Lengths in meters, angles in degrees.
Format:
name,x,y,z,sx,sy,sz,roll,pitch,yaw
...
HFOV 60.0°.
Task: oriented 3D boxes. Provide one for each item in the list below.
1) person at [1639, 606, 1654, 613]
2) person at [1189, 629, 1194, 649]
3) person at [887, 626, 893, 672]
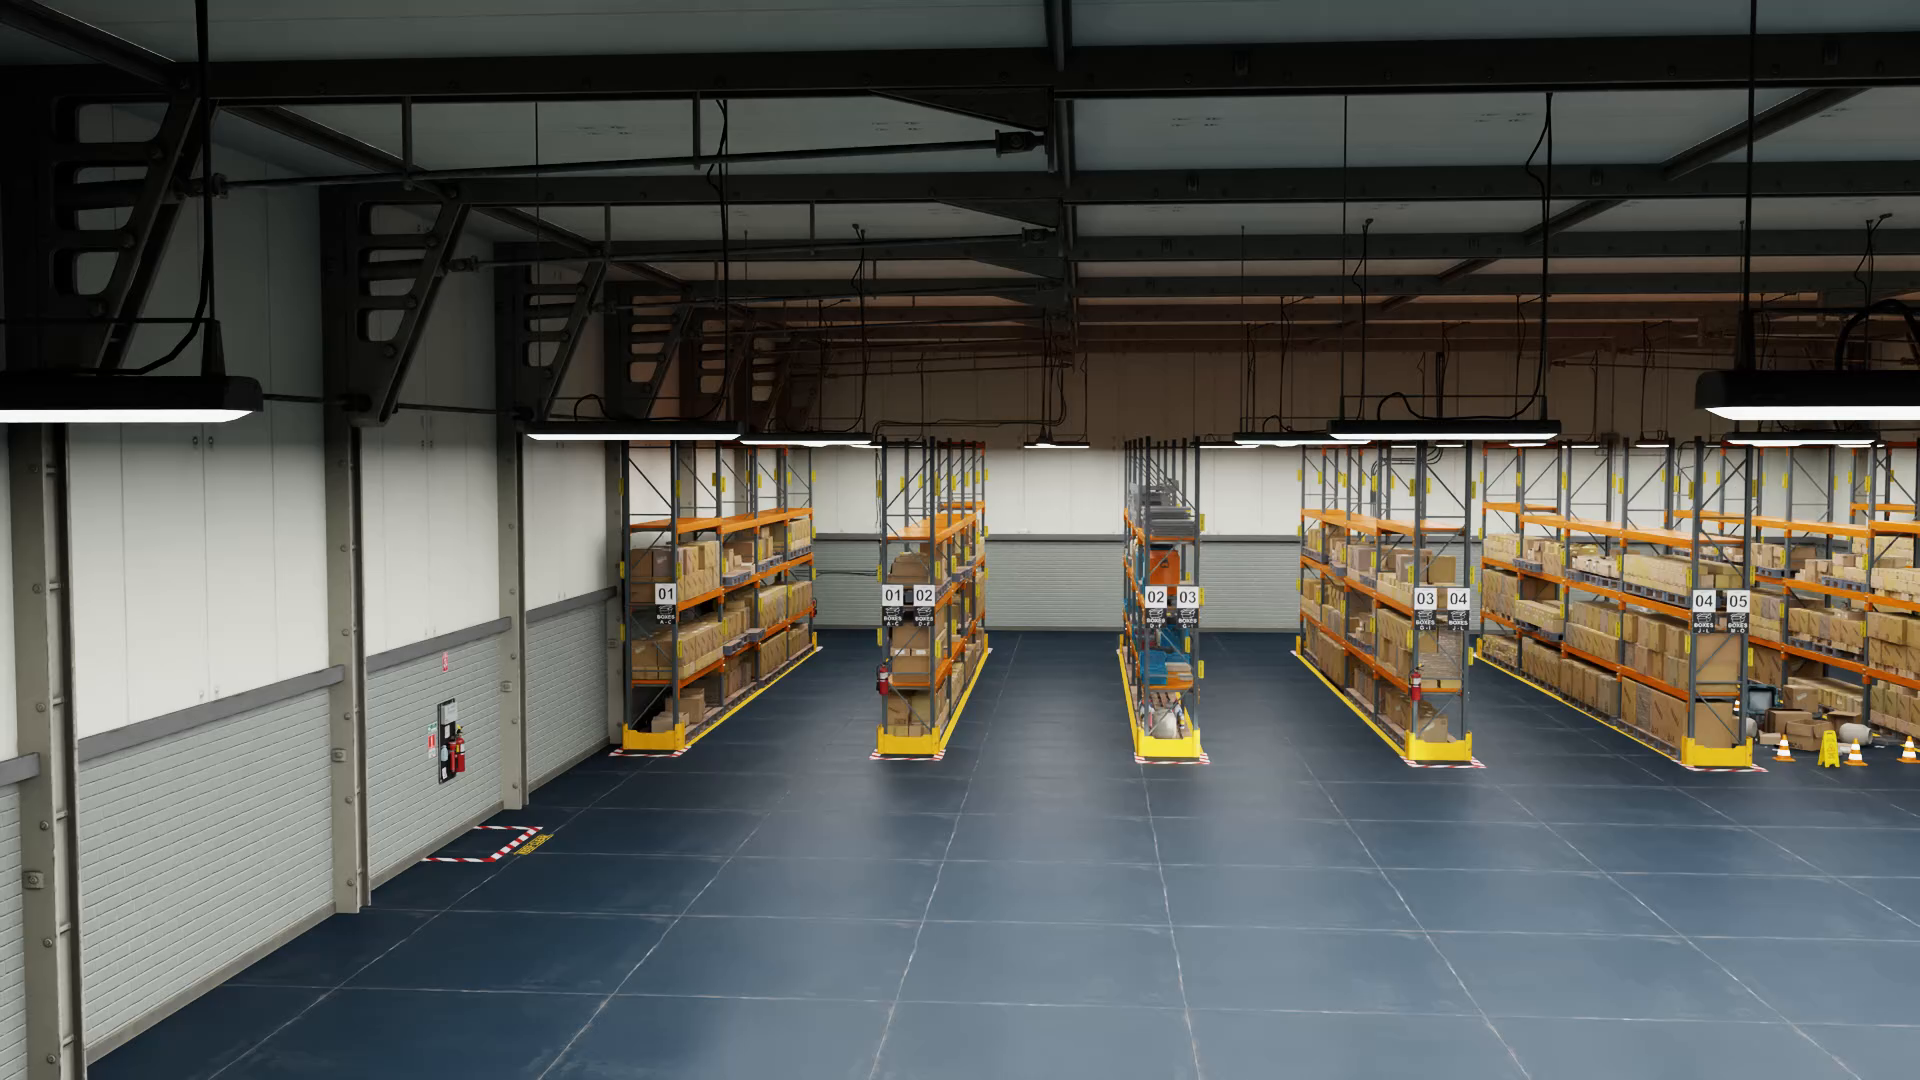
name,x,y,z,sx,sy,sz,roll,pitch,yaw
person,19.449,2.338,47.138,1.048,1.728,0.552,0,3,0
person,6.394,2.375,47.980,1.003,1.503,0.429,1,3,26
person,-1.674,2.561,43.394,0.624,1.704,0.627,0,3,-8
